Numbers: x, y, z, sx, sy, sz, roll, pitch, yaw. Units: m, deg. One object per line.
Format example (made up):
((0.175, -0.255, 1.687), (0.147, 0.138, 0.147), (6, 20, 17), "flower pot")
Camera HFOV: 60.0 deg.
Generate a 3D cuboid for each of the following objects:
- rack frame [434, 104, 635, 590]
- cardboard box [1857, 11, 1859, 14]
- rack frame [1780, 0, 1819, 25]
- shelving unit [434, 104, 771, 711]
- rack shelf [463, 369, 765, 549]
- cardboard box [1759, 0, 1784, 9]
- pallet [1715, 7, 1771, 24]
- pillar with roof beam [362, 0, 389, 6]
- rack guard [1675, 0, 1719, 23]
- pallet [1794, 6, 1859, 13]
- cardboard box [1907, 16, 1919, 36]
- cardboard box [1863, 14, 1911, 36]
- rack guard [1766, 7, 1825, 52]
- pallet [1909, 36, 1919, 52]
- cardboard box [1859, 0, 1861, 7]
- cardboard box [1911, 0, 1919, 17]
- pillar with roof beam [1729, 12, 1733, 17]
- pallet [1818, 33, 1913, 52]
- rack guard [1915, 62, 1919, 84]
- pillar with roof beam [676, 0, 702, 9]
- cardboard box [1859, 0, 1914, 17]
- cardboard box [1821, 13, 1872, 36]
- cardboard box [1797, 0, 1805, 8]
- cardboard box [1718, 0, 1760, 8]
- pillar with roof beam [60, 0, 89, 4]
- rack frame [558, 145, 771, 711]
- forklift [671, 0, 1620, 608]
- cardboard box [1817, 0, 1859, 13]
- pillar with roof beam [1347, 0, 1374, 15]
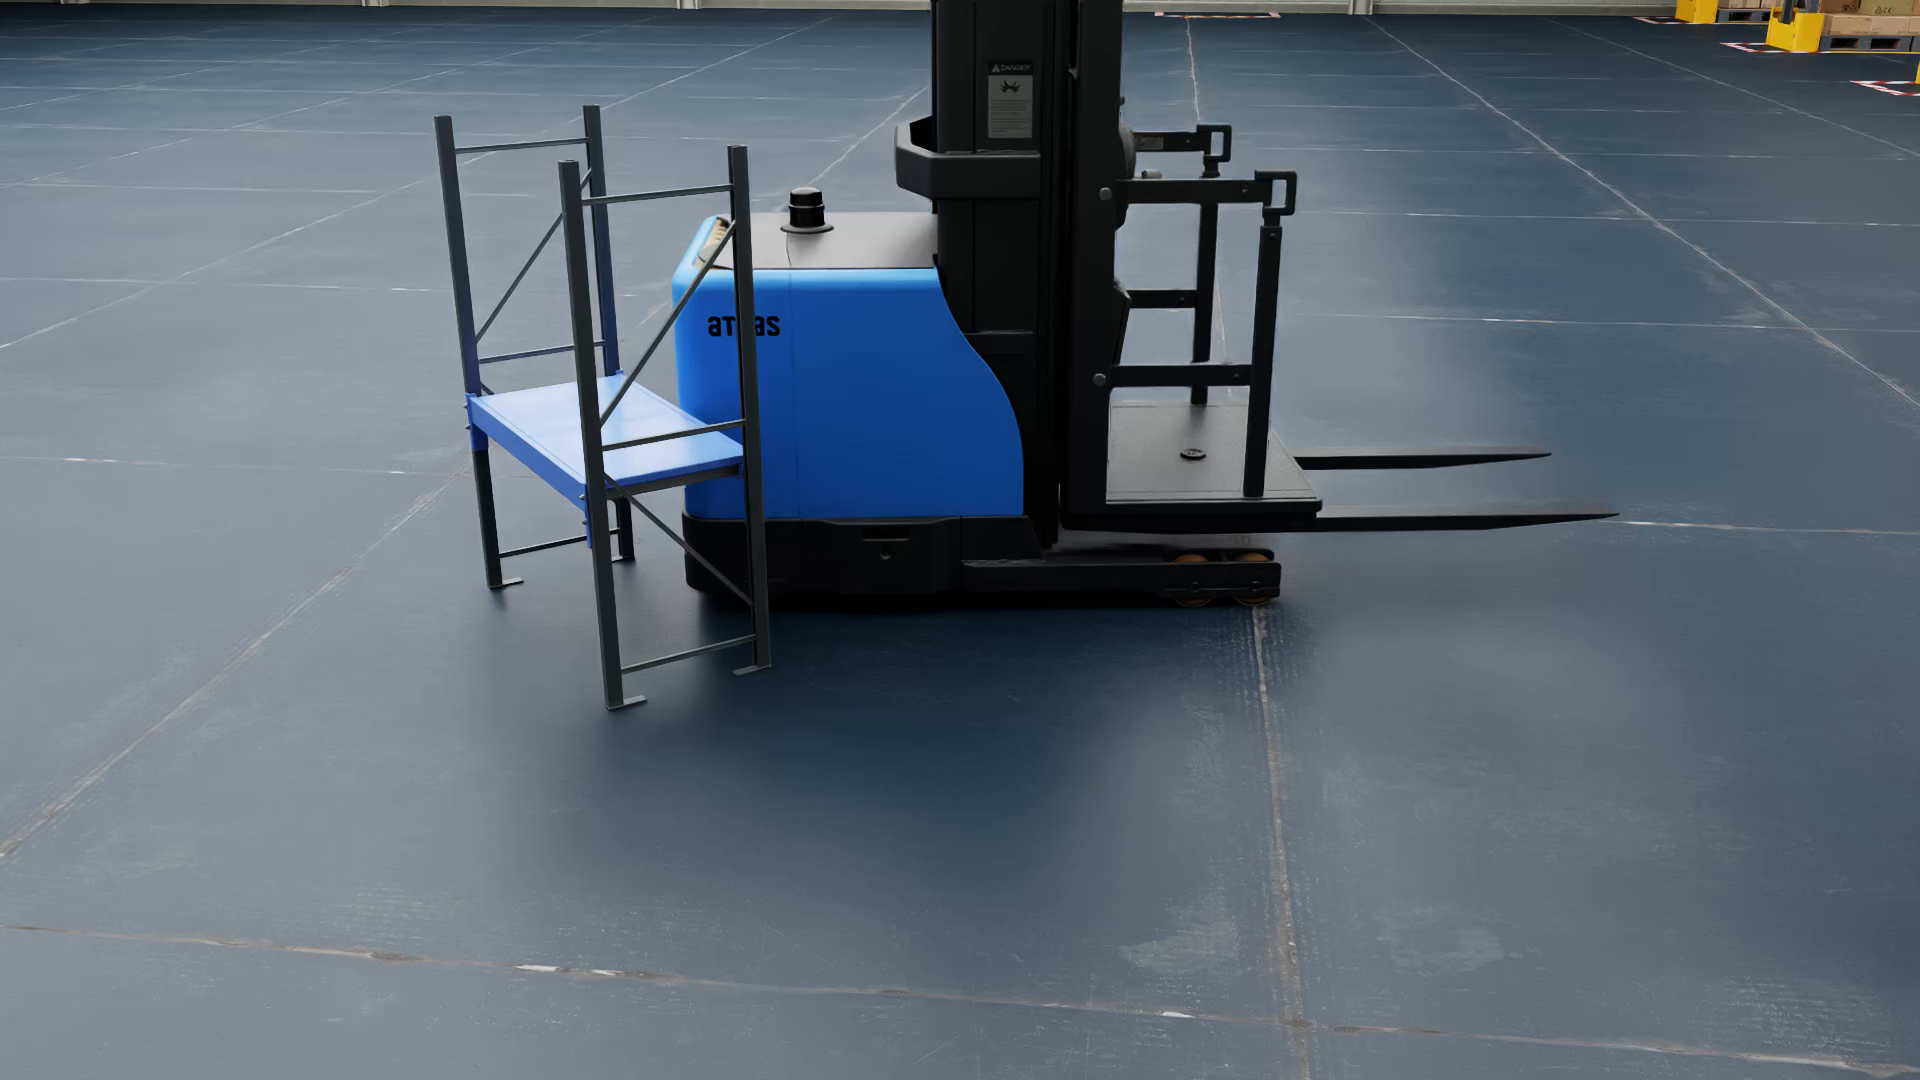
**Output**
((-1.323, -0.591, 5.259), (0.500, 1.500, 0.032), (-13, 25, -30), "rack frame")
((12.630, -7.213, 23.138), (0.500, 0.250, 0.500), (2, 22, 6), "cardboard box")
((11.564, -8.229, 22.539), (0.127, 3.000, 1.000), (2, 22, 6), "rack frame")
((-1.046, -0.434, 4.862), (0.538, 1.500, 1.048), (-13, 25, -30), "shelving unit")
((-1.046, -0.267, 4.928), (0.538, 0.185, 1.000), (-13, 25, -30), "rack shelf")
((13.386, -8.904, 27.306), (0.500, 0.311, 0.500), (4, 22, 11), "cardboard box")
((13.022, -8.690, 27.497), (1.213, 0.211, 1.003), (2, 22, 6), "pallet")
((-11.399, -12.580, 25.384), (0.400, 9.000, 9.100), (2, 22, 6), "pillar with roof beam")
((12.219, -8.872, 27.565), (0.348, 0.500, 1.175), (2, 22, 6), "rack guard")
((14.230, -8.636, 27.361), (1.213, 0.211, 1.003), (2, 22, 6), "pallet")
((13.064, -6.999, 22.596), (0.500, 0.250, 0.500), (2, 22, 6), "cardboard box")
((12.568, -7.021, 22.652), (0.500, 0.250, 0.500), (2, 22, 6), "cardboard box")
((11.541, -7.068, 23.001), (0.348, 0.500, 1.175), (2, 22, 6), "rack guard")
((13.537, -6.861, 22.870), (1.213, 0.211, 1.003), (2, 22, 6), "pallet")
((15.080, -8.937, 27.131), (0.500, 0.500, 0.500), (1, 22, 2), "cardboard box")
((13.066, -7.352, 22.469), (0.500, 0.500, 0.500), (2, 22, 6), "cardboard box")
((12.434, -11.541, 22.757), (0.400, 9.000, 9.100), (2, 22, 6), "pillar with roof beam")
((12.329, -6.914, 23.006), (1.213, 0.211, 1.003), (2, 22, 6), "pallet")
((11.059, -5.272, 18.459), (0.348, 0.500, 1.175), (2, 22, 6), "rack guard")
((-5.441, -12.320, 24.727), (0.400, 9.000, 9.100), (2, 22, 6), "pillar with roof beam")
((12.567, -7.369, 22.512), (0.500, 0.500, 0.500), (2, 22, 6), "cardboard box")
((12.071, -7.041, 22.703), (0.500, 0.250, 0.500), (2, 22, 6), "cardboard box")
((14.109, -8.942, 27.145), (0.500, 0.500, 0.700), (1, 22, 3), "cardboard box")
((12.820, -8.929, 27.368), (0.500, 0.311, 0.500), (0, 22, 0), "cardboard box")
((-17.358, -12.839, 26.041), (0.400, 9.000, 9.100), (2, 22, 6), "pillar with roof beam")
((-0.769, -0.278, 4.466), (0.500, 1.500, 0.032), (-13, 25, -30), "rack frame")
((0.628, -1.344, 5.217), (3.031, 2.935, 1.130), (-1, 22, -2), "forklift")
((12.132, -7.580, 23.045), (0.500, 0.500, 0.500), (2, 22, 6), "cardboard box")
((6.476, -11.801, 23.414), (0.400, 9.000, 9.100), (2, 22, 6), "pillar with roof beam")
